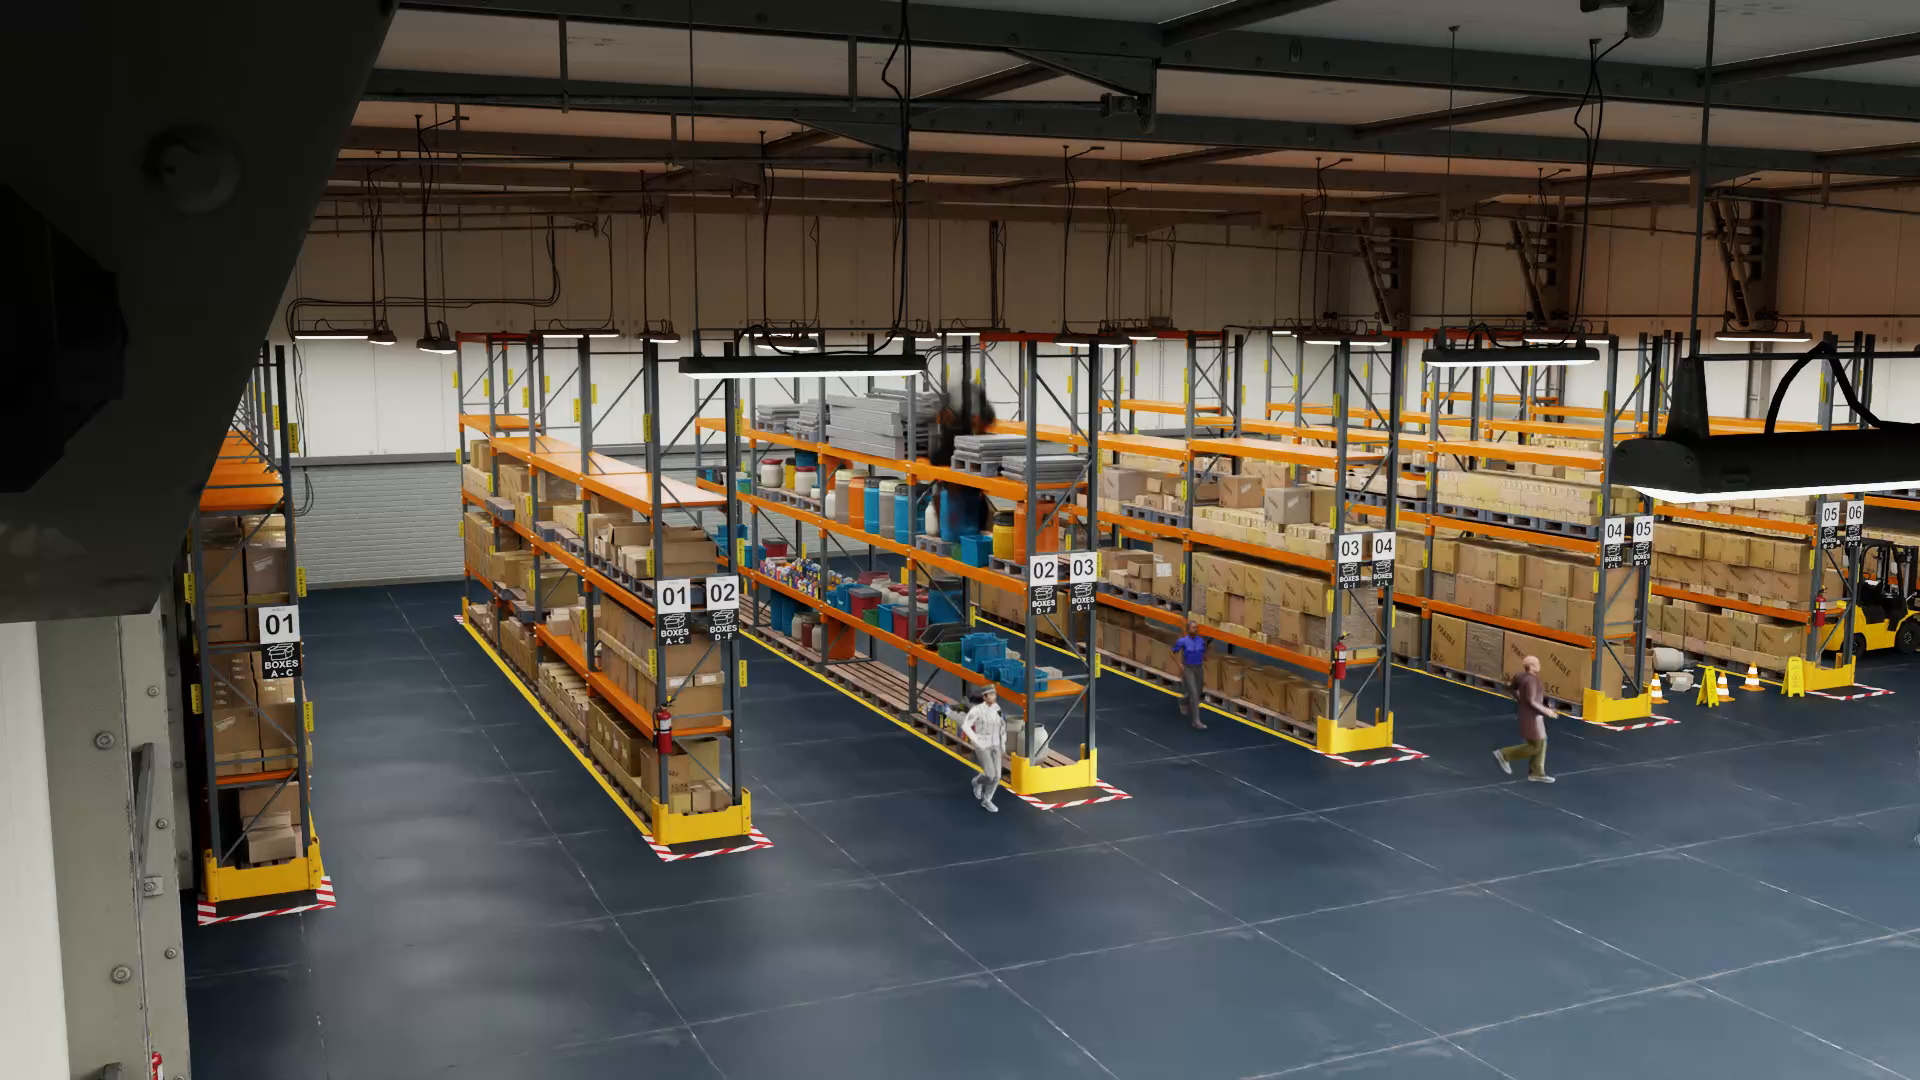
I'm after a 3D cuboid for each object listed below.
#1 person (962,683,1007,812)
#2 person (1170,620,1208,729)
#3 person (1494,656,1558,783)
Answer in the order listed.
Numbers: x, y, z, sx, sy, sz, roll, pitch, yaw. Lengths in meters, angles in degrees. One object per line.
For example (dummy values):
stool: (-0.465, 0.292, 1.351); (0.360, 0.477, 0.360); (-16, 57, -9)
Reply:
person: (0.357, 2.653, 21.380); (0.652, 1.667, 0.502); (-5, 9, -33)
person: (3.580, 2.057, 25.775); (0.587, 1.615, 0.871); (-4, 9, -27)
person: (7.697, 2.437, 22.609); (0.861, 1.761, 0.721); (1, 8, 4)
